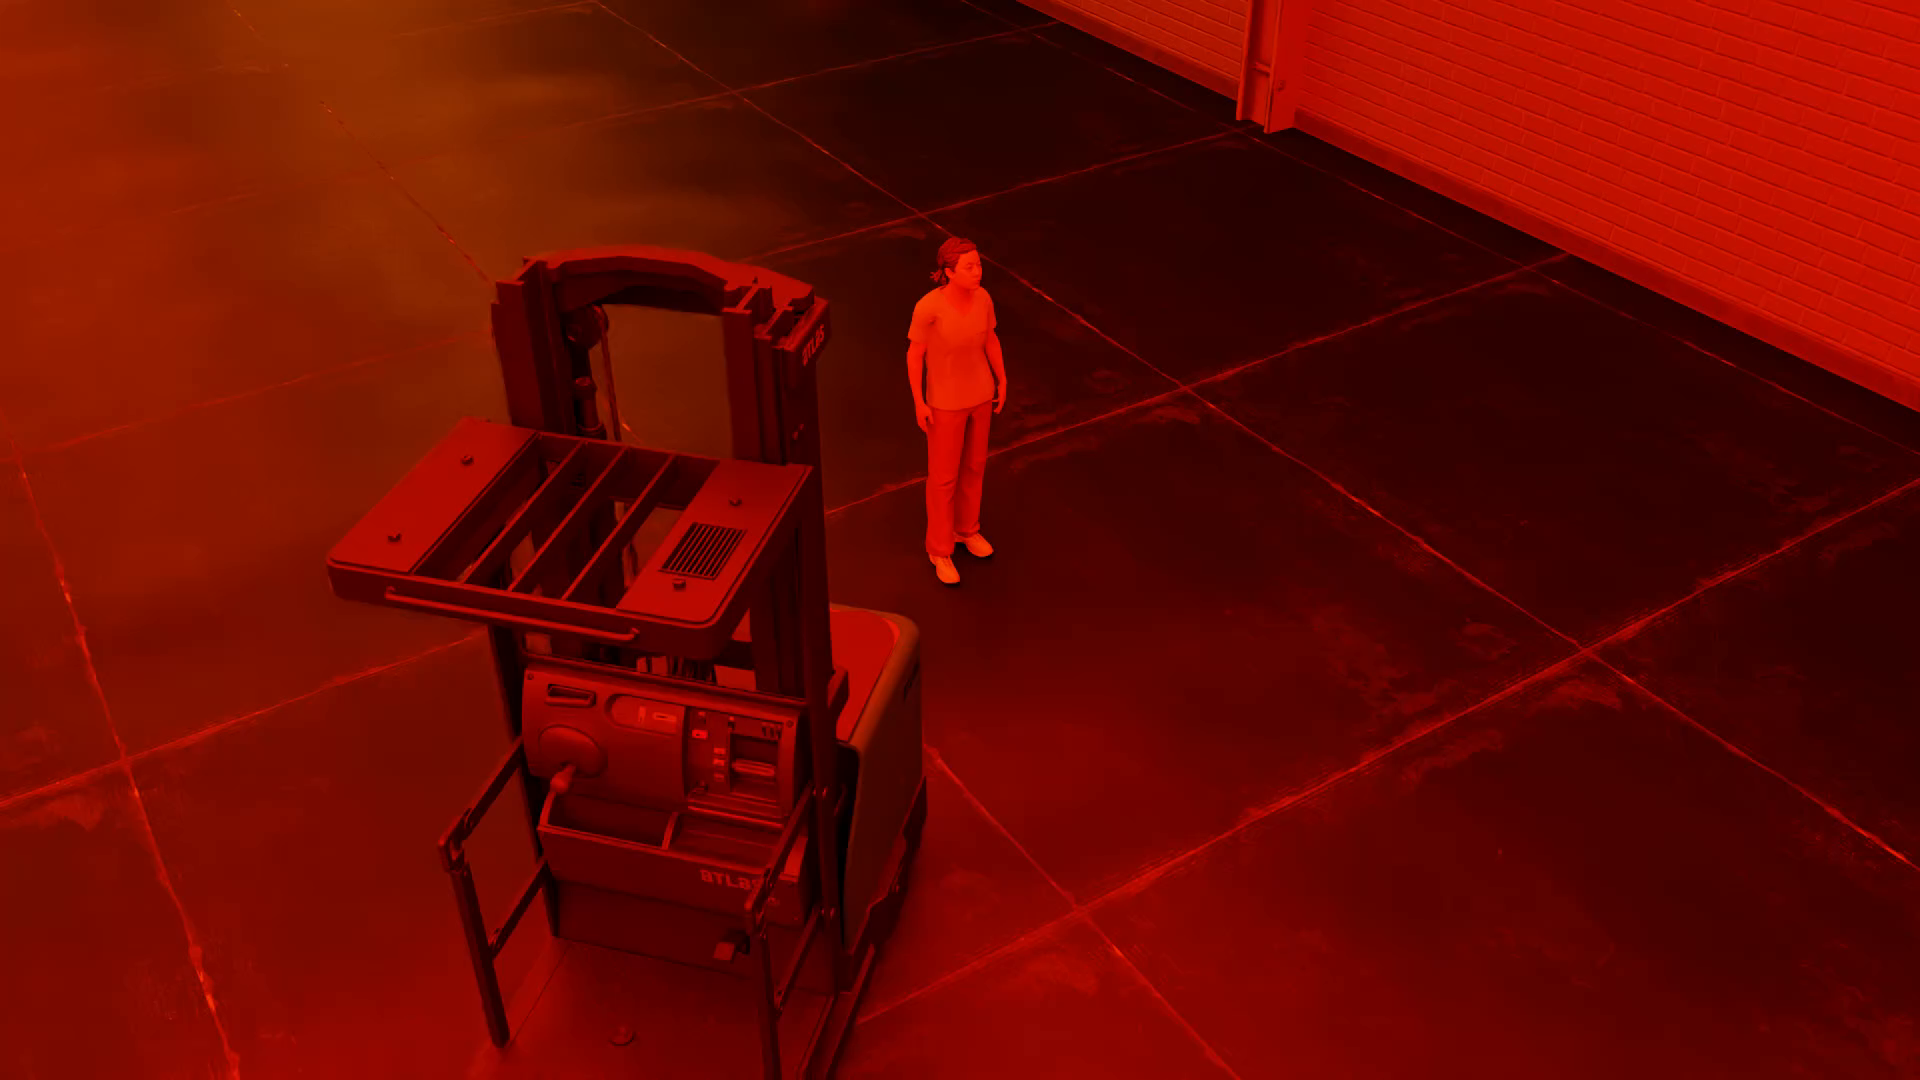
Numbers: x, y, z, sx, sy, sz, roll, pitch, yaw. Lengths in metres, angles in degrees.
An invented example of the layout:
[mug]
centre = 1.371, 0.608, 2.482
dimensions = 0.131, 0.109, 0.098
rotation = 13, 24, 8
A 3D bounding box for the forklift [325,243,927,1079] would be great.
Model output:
[forklift]
centre = -1.012, 0.722, 5.120
dimensions = 1.130, 2.935, 3.031
rotation = 9, 36, 12

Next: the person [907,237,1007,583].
[person]
centre = 0.031, -0.652, 8.156
dimensions = 0.555, 1.675, 0.549
rotation = -21, 40, -27
